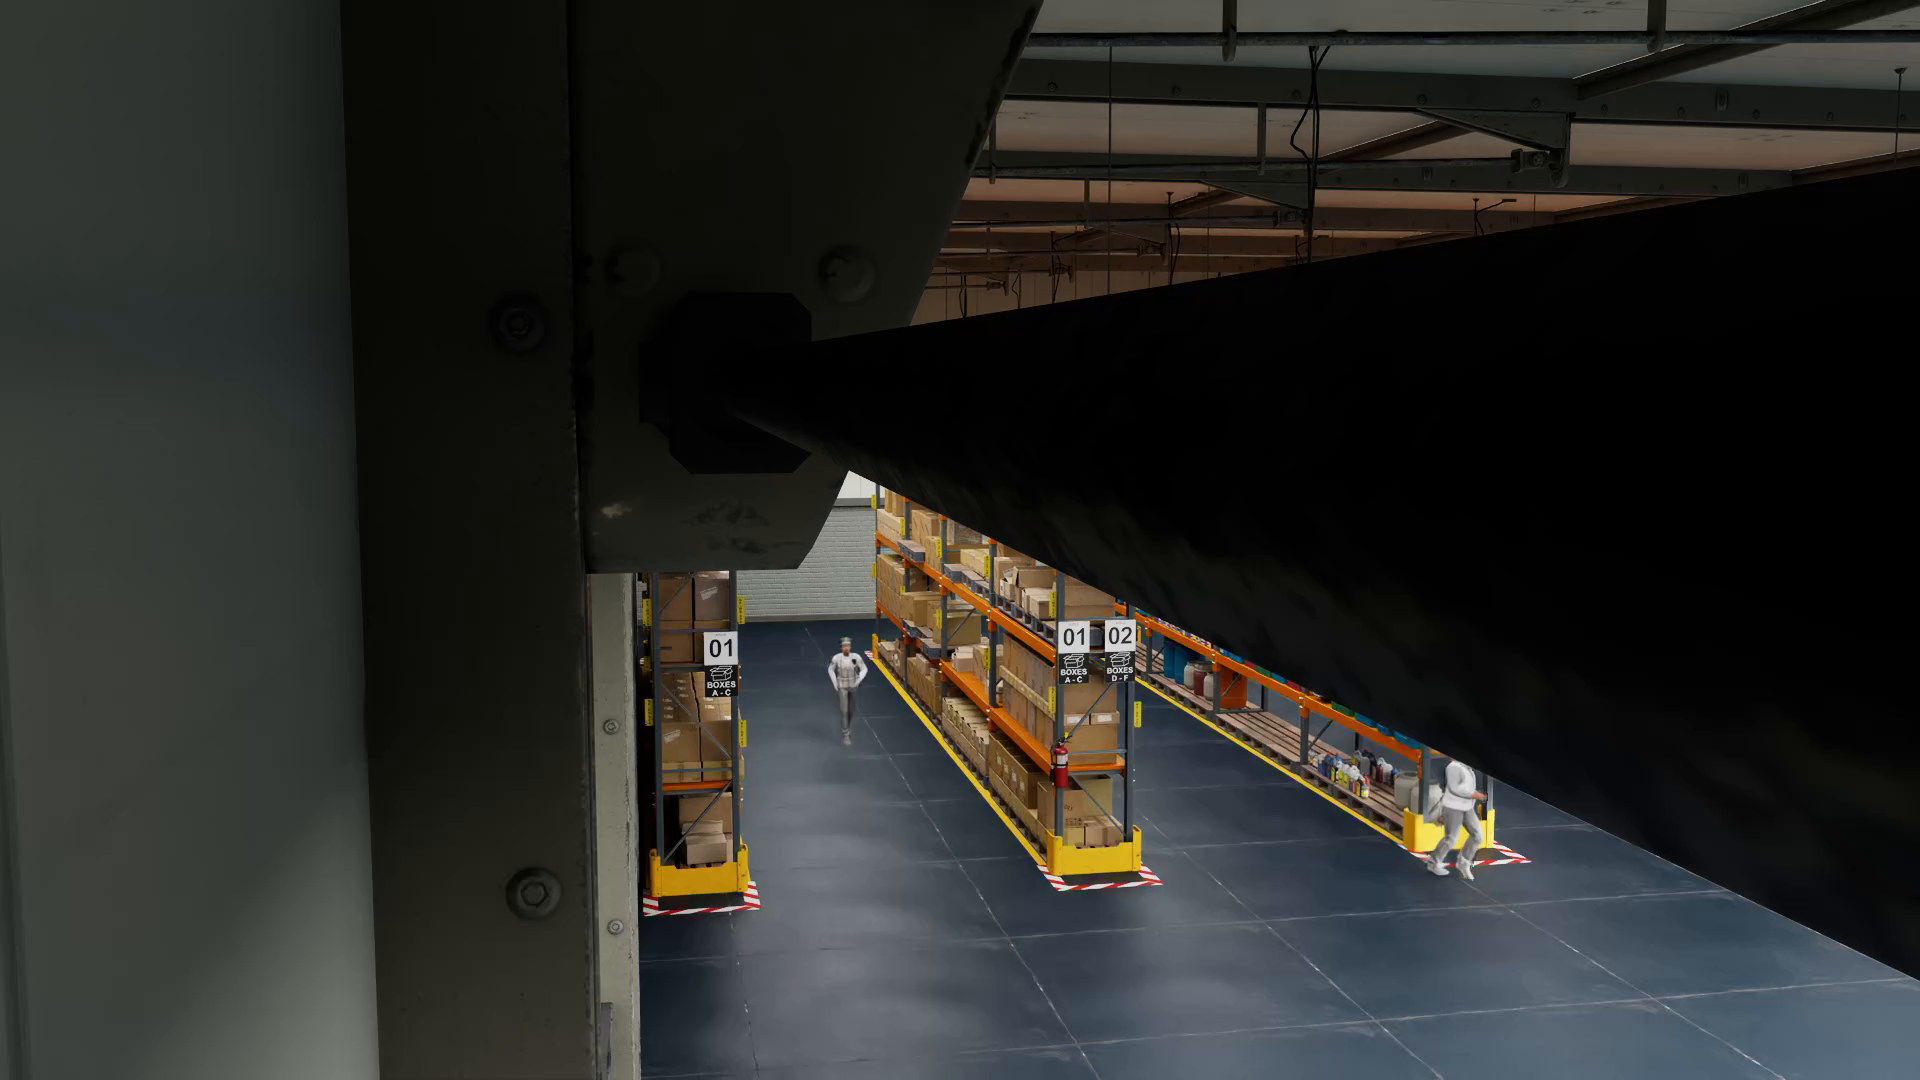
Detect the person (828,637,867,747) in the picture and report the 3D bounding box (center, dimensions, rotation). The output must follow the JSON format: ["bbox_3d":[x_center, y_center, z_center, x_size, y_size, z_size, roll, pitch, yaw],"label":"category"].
[{"bbox_3d":[-1.827,2.433,27.127,0.635,1.761,0.690,-1,6,-10],"label":"person"}]

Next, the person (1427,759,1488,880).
[{"bbox_3d":[6.215,3.347,20.665,0.716,1.824,0.680,5,7,38],"label":"person"}]
